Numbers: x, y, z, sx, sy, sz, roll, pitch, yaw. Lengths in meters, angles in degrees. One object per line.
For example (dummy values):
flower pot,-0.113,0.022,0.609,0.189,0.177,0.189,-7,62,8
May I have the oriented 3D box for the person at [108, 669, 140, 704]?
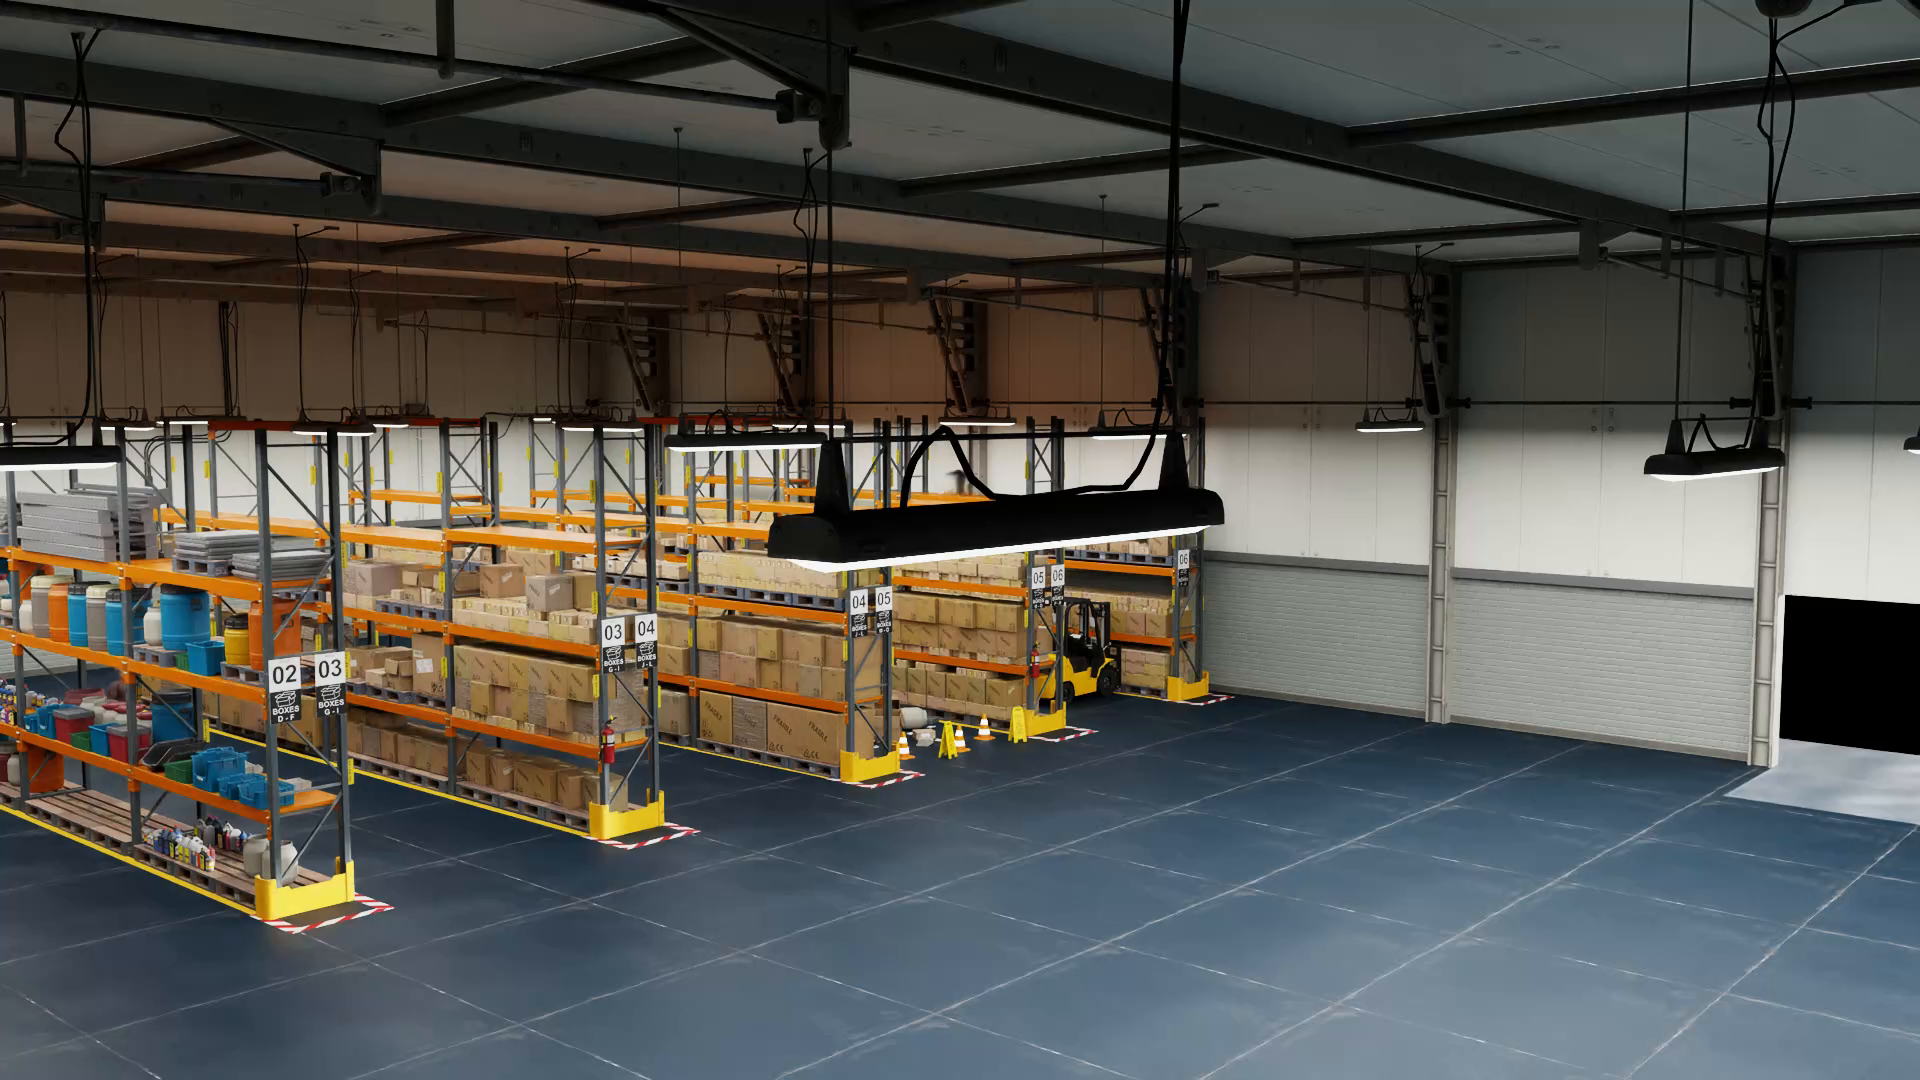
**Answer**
person,-14.396,3.064,28.702,0.910,1.829,0.649,3,6,35
